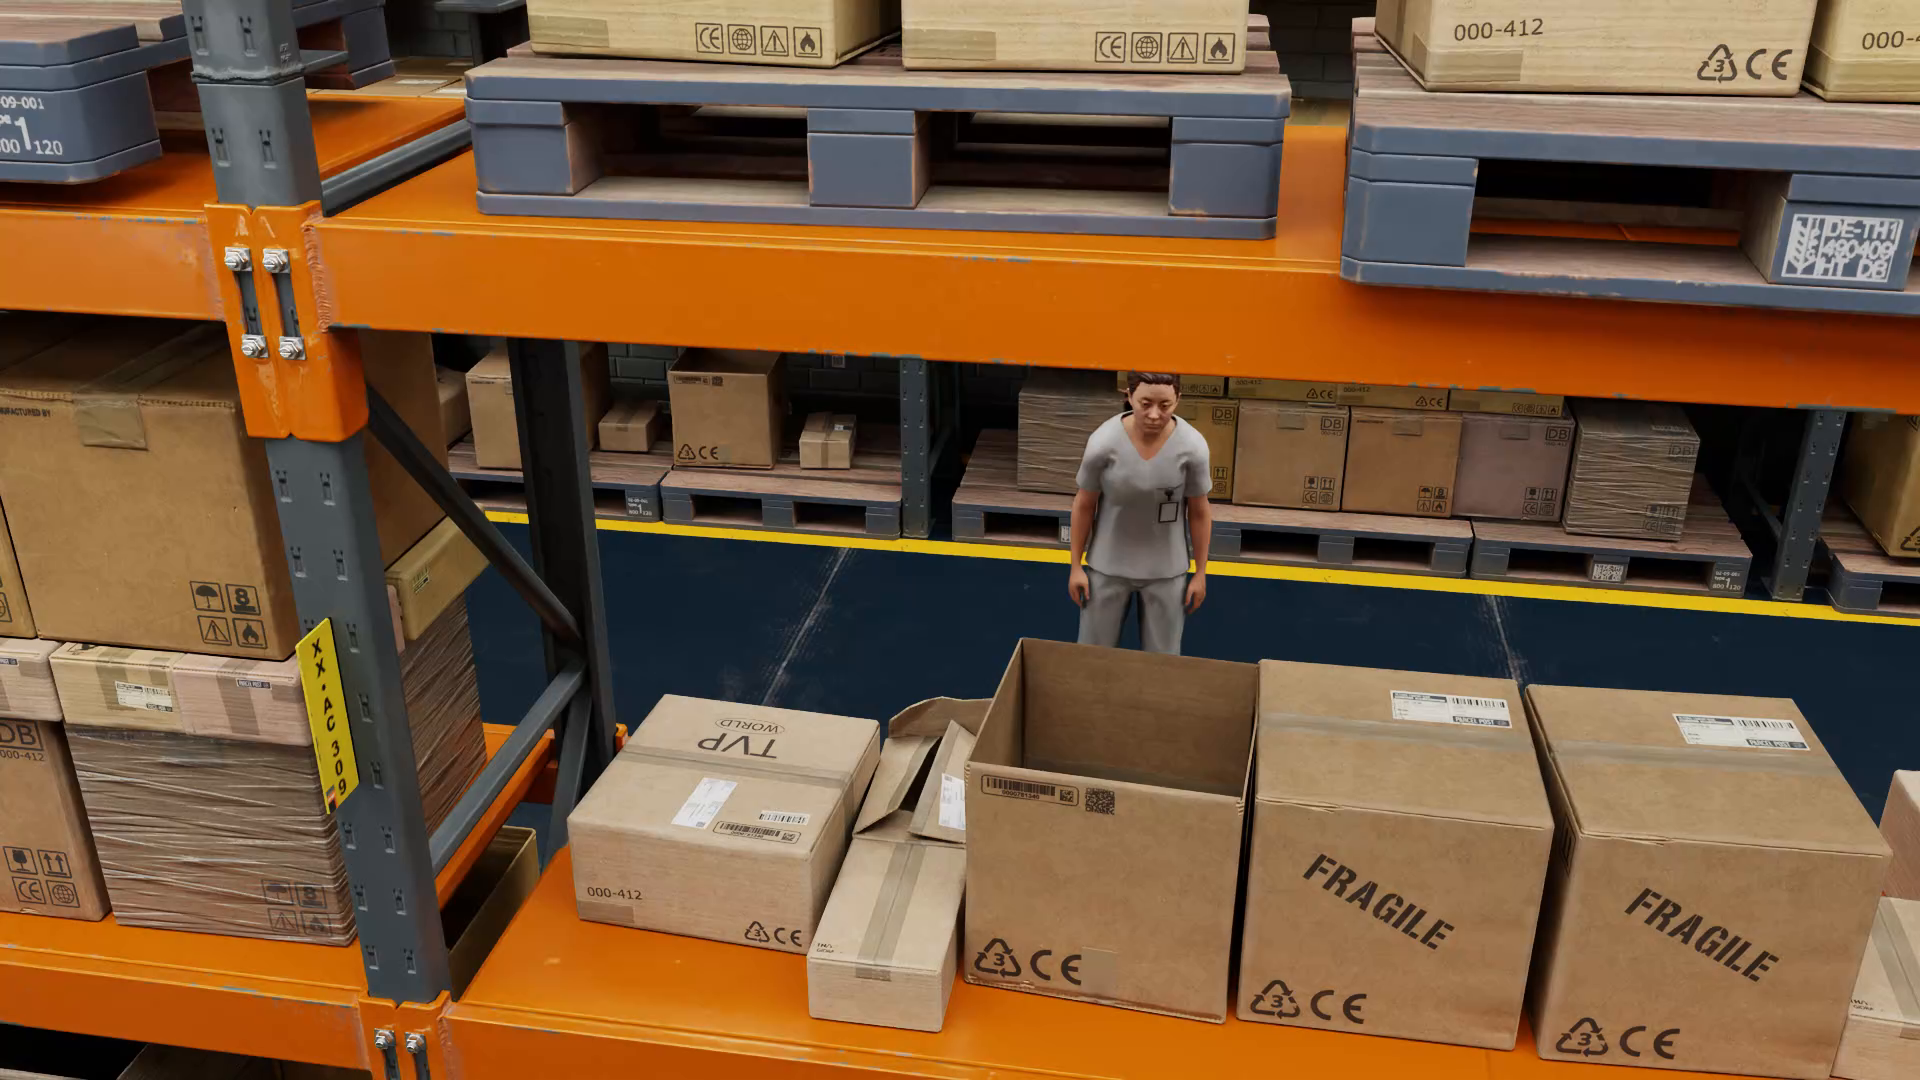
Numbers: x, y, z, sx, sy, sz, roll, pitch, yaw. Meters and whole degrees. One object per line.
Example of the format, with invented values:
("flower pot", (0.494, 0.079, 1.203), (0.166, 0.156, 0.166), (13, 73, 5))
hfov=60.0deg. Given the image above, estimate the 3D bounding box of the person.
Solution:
("person", (0.616, 0.125, 5.842), (0.511, 1.671, 0.362), (2, 25, 5))
